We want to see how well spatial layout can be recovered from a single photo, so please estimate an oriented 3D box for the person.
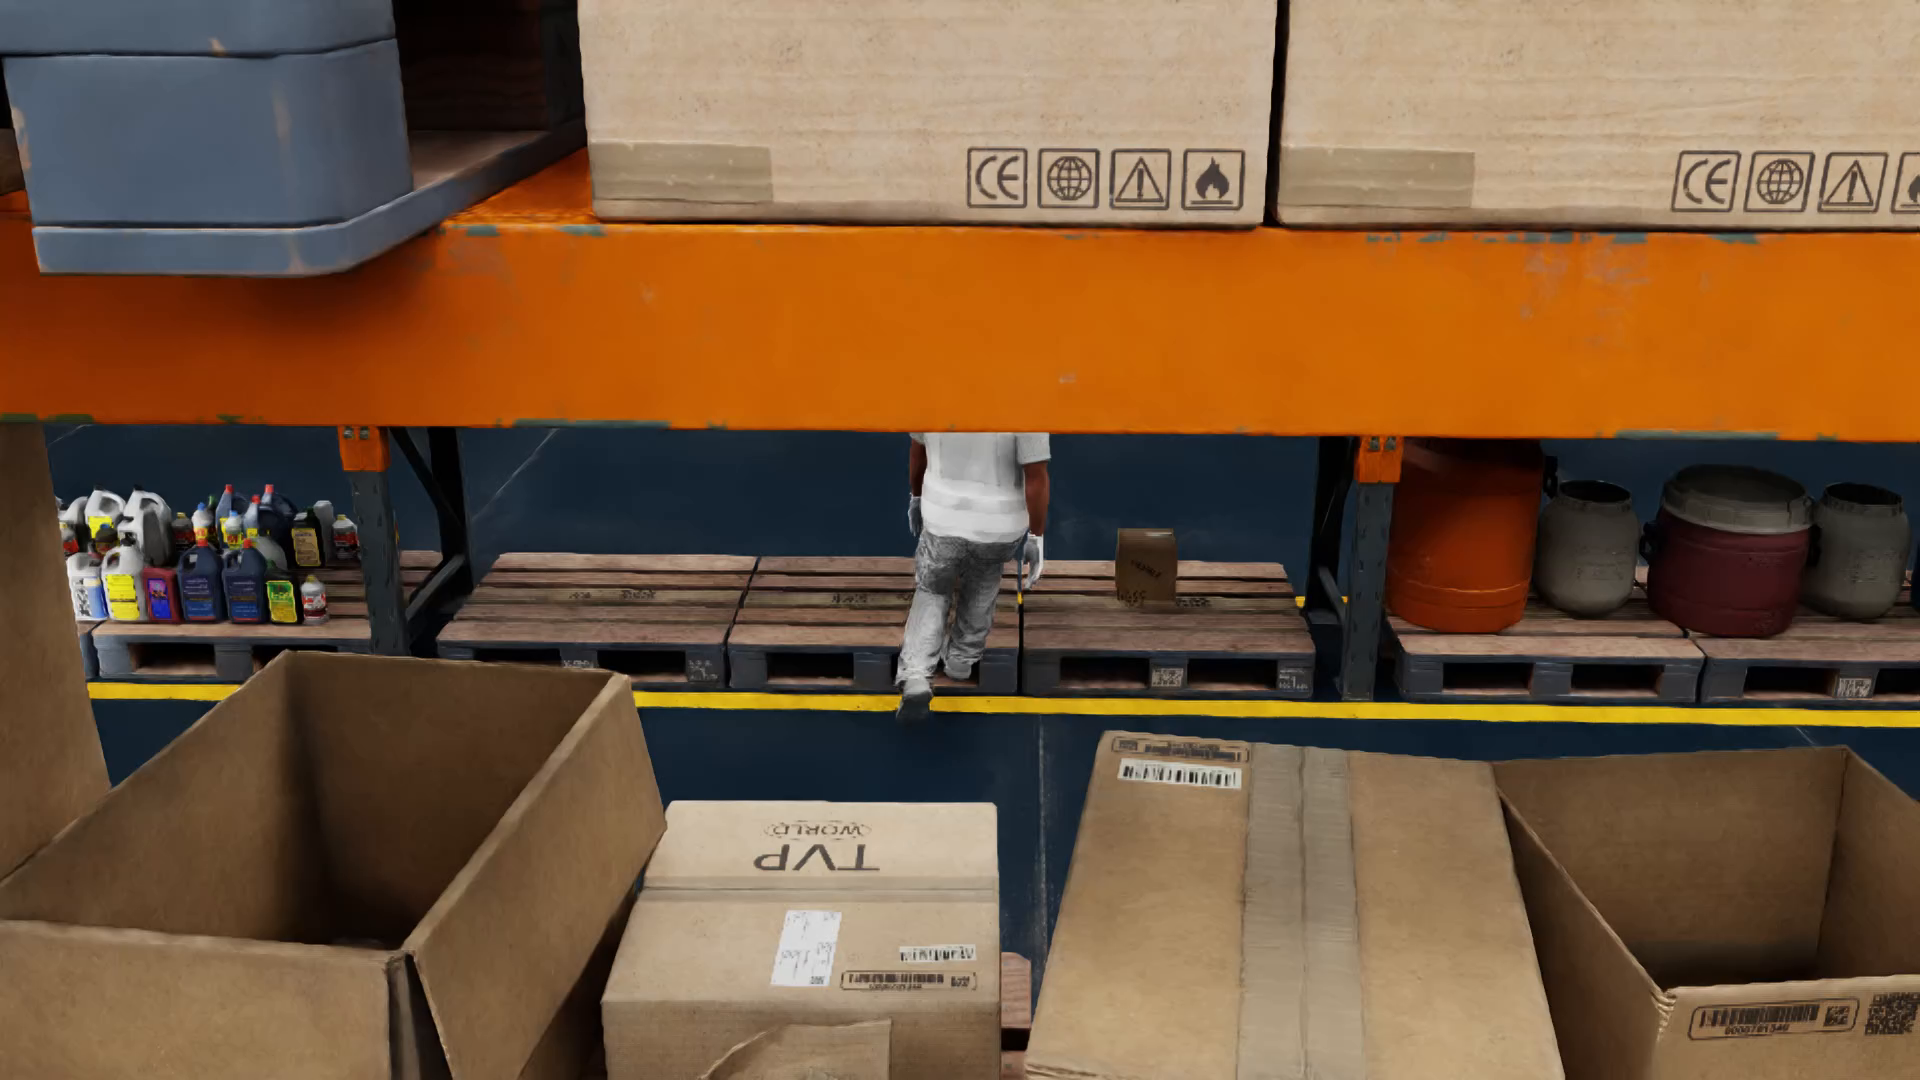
[{"bbox_3d":[0.065,-0.112,6.329,0.595,1.683,0.729,4,21,10],"label":"person"}]
